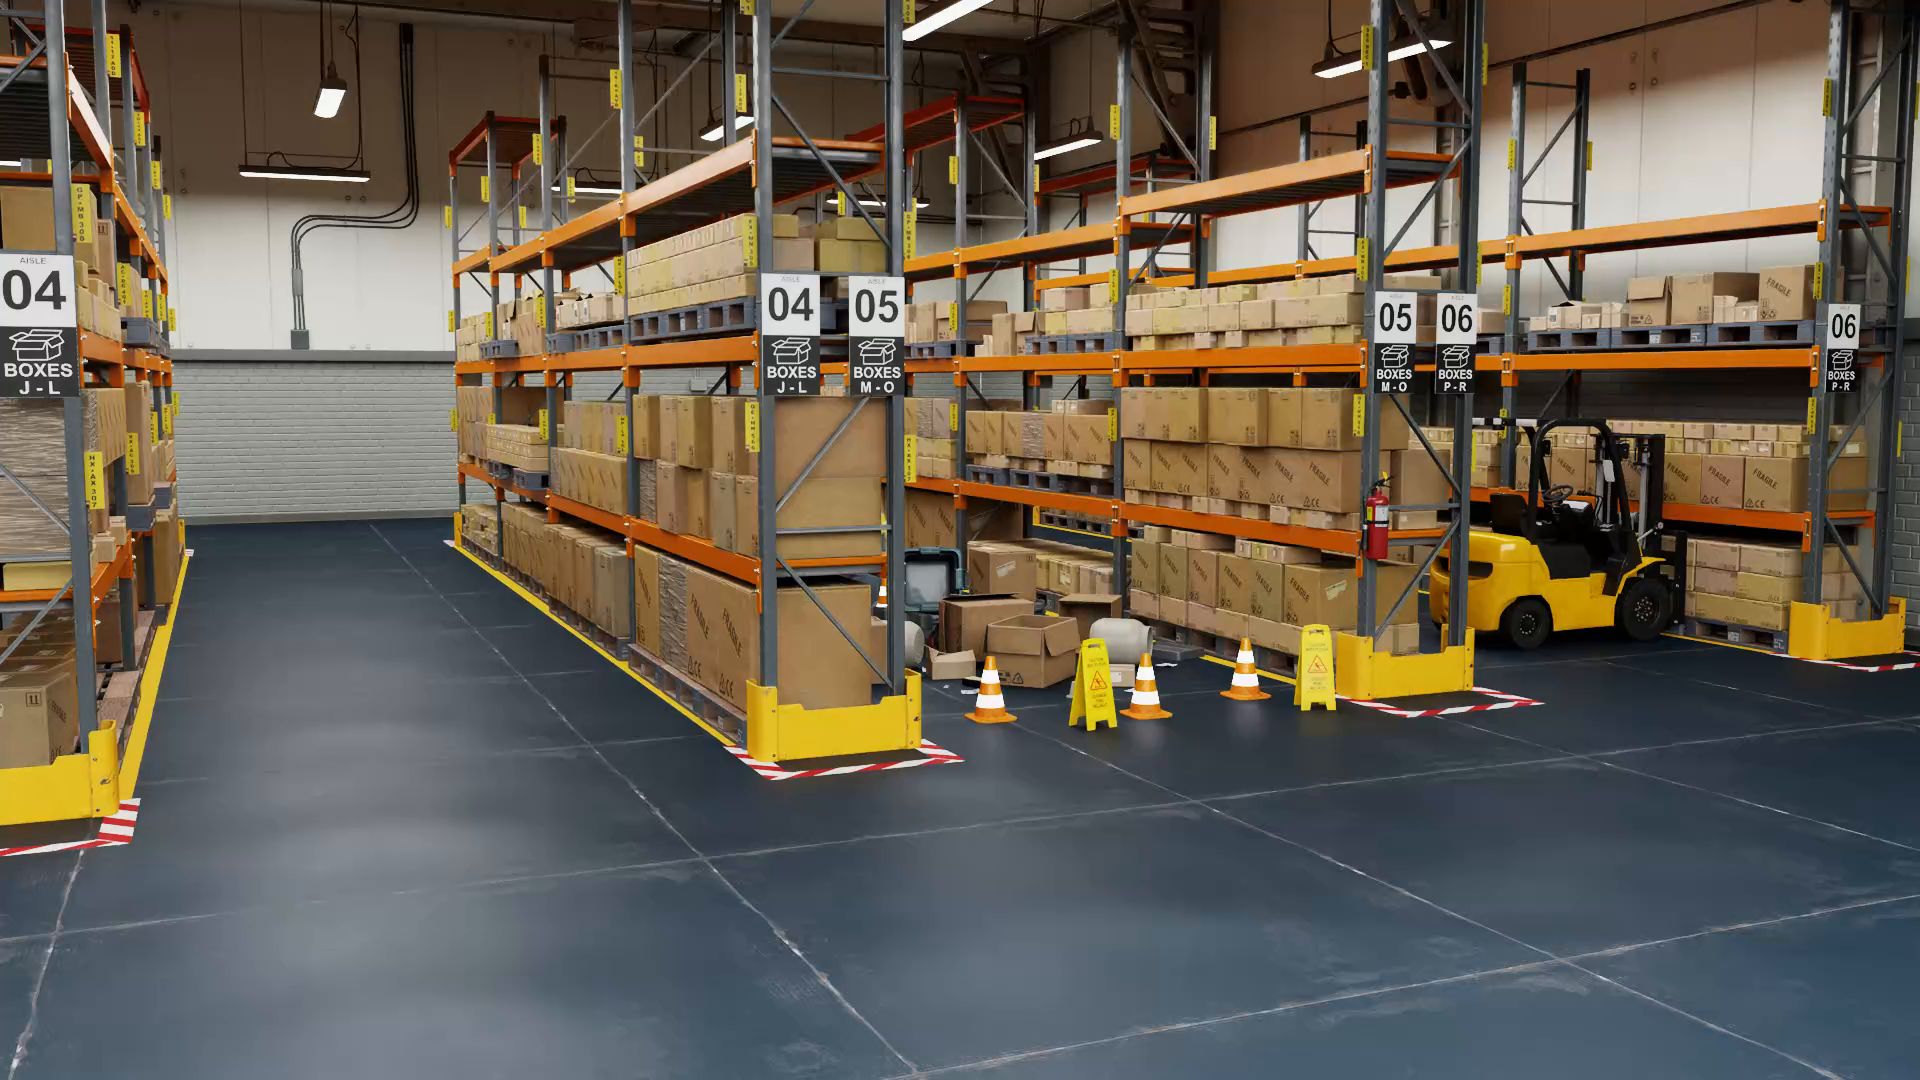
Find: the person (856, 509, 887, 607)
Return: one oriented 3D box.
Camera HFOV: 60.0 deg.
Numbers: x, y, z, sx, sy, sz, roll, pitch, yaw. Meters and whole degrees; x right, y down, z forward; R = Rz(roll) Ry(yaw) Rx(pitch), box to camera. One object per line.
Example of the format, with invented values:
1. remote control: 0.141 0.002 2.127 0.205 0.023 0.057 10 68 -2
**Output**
1. person: -1.088 -0.073 18.019 0.593 1.746 0.501 -2 6 -25
